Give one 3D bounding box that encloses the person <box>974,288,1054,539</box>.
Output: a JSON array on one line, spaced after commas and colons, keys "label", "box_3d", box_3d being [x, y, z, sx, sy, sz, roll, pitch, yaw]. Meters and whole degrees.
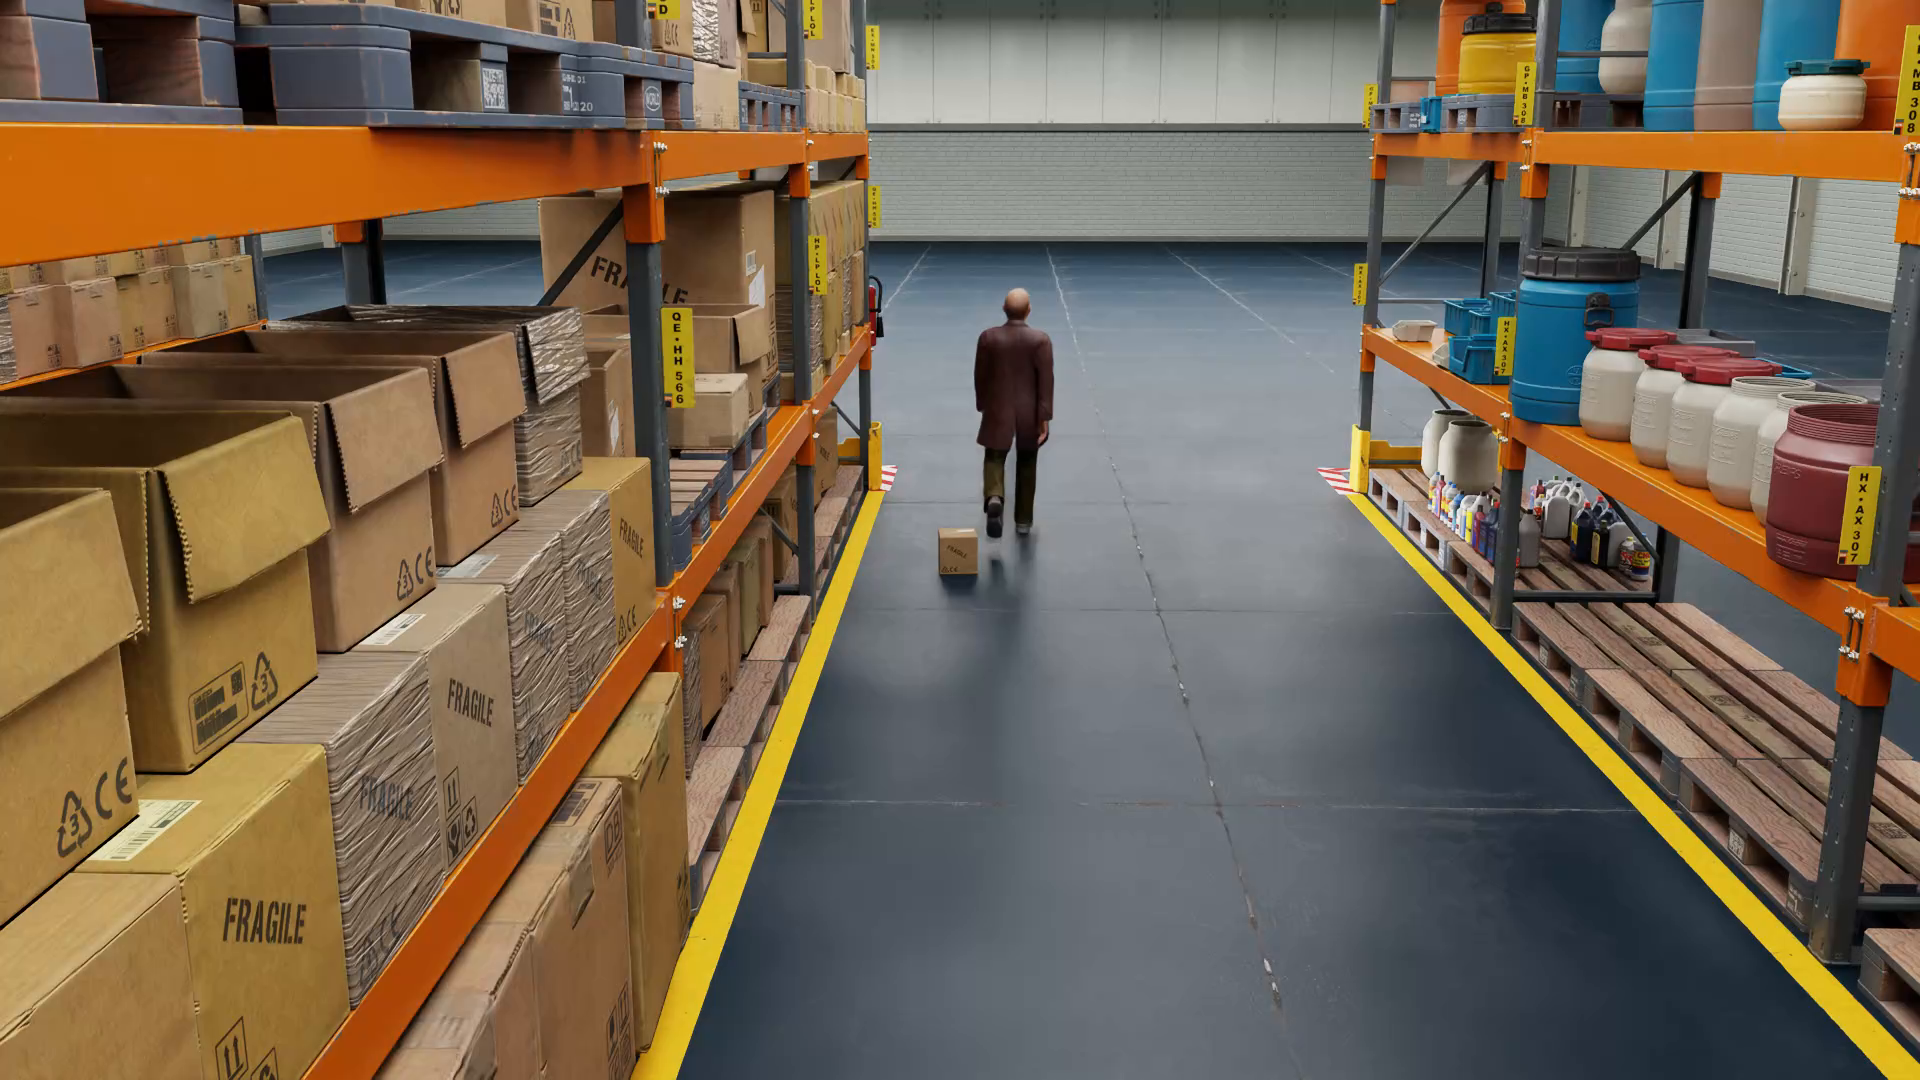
[{"label": "person", "box_3d": [0.373, -0.877, 11.599, 0.562, 1.748, 0.888, 1, 14, 3]}]
